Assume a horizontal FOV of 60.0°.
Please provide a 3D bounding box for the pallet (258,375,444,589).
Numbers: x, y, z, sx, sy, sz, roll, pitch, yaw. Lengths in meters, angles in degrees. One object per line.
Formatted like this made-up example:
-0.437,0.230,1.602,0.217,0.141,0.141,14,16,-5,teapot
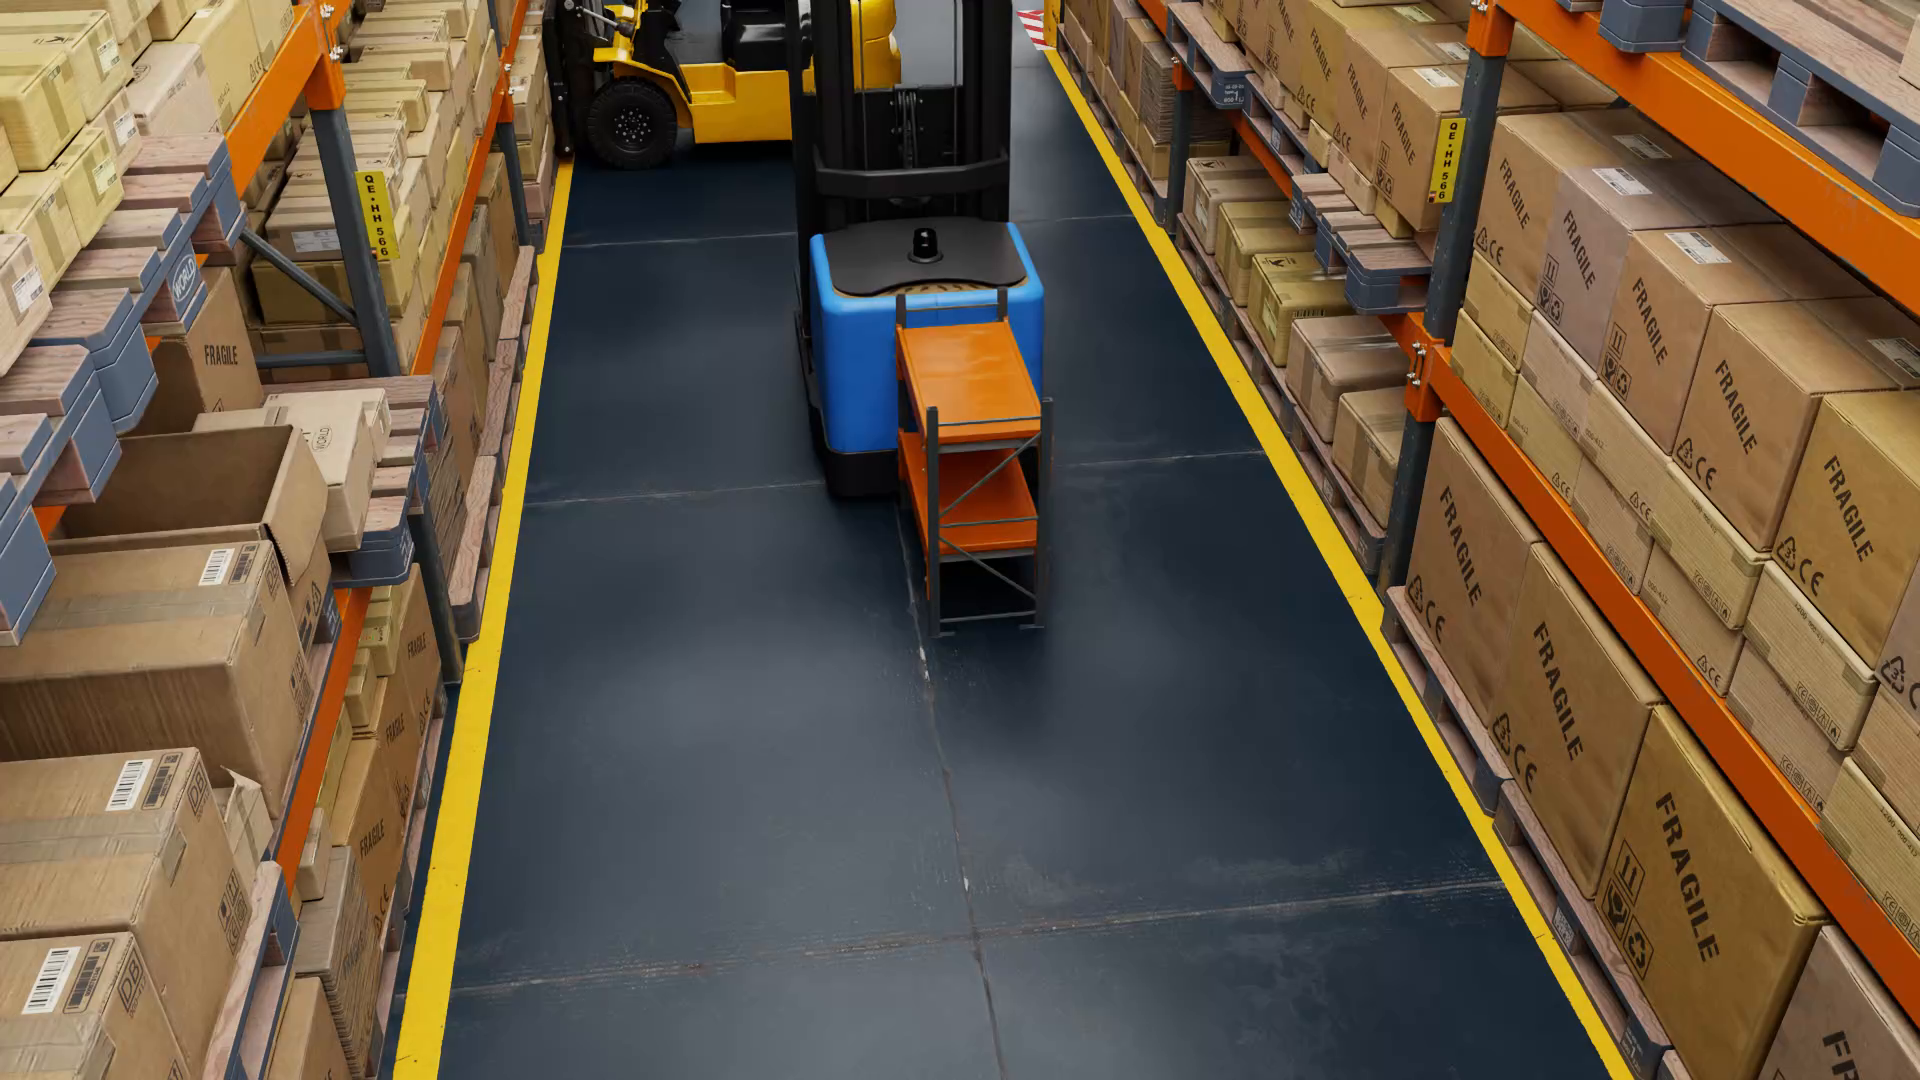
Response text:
-2.403,-0.183,5.525,1.213,0.211,1.003,-4,35,-6,pallet

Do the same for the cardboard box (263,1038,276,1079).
-2.017,1.383,4.328,0.380,0.149,0.250,-4,35,-6,cardboard box

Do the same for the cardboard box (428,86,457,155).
-2.593,-1.902,7.566,0.500,0.250,0.500,-4,34,-6,cardboard box

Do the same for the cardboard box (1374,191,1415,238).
1.970,-1.392,6.979,0.380,0.149,0.250,-4,34,-6,cardboard box

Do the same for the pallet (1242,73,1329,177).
2.048,-2.035,8.243,1.003,0.211,1.213,-4,35,-6,pallet

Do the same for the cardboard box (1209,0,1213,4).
1.596,-3.299,9.202,0.500,0.500,0.500,-4,34,-5,cardboard box

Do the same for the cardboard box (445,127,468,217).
-2.588,-1.697,7.709,0.500,0.250,0.500,-3,34,-5,cardboard box

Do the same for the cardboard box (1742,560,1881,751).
2.442,0.280,4.365,0.500,0.250,0.500,-4,34,-5,cardboard box

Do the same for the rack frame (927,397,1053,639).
0.118,-0.070,6.854,0.500,1.125,0.032,-5,35,-7,rack frame

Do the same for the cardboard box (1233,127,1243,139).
2.005,-2.942,10.806,0.500,0.500,0.500,-3,34,-4,cardboard box

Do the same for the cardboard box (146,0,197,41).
-2.175,-1.367,4.209,0.380,0.149,0.250,-4,35,-6,cardboard box

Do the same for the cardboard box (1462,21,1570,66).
2.446,-1.910,7.163,0.500,0.500,0.500,-3,34,-4,cardboard box

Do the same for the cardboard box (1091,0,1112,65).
1.251,-3.768,12.018,0.500,0.500,0.500,-4,34,-5,cardboard box

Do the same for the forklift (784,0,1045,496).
-0.330,-2.238,8.431,1.130,2.935,3.031,-5,35,-7,forklift

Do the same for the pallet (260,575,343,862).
-2.297,0.529,4.480,1.003,0.211,1.213,-4,35,-6,pallet

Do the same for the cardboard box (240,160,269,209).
-2.928,-1.397,6.472,0.380,0.149,0.250,-4,35,-6,cardboard box

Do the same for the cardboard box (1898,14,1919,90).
2.490,-1.141,3.932,0.380,0.166,0.250,-2,34,-2,cardboard box

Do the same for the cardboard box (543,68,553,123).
-2.986,-2.966,11.064,0.500,0.250,0.500,-5,35,-7,cardboard box

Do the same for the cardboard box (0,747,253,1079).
-1.938,0.807,3.441,0.700,0.500,0.500,-4,34,-6,cardboard box

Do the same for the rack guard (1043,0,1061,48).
1.289,-4.402,13.765,1.175,0.500,0.348,-4,35,-6,rack guard

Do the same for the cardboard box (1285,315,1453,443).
2.181,-0.828,8.262,0.950,0.372,0.625,-5,35,-7,cardboard box

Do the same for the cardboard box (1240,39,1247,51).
1.717,-2.690,8.884,0.380,0.149,0.250,-2,34,-3,cardboard box

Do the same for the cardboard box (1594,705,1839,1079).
2.601,1.080,5.015,0.875,0.875,0.875,-3,34,-5,cardboard box

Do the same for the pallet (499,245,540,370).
-2.964,-1.307,9.480,1.003,0.211,1.213,-4,35,-6,pallet

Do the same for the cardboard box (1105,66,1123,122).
1.326,-3.172,11.810,0.500,0.250,0.500,-4,34,-6,cardboard box

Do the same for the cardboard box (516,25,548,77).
-2.992,-3.174,10.925,0.500,0.250,0.500,-3,34,-5,cardboard box

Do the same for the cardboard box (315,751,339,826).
-2.162,0.803,5.179,0.380,0.149,0.250,-5,35,-7,cardboard box

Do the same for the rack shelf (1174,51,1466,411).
2.086,-1.832,8.413,1.077,0.370,4.000,-4,35,-6,rack shelf

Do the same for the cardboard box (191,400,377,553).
-2.101,-0.182,5.114,0.500,0.250,0.500,-6,35,-9,cardboard box

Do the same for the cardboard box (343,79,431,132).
-2.498,-1.864,7.157,0.380,0.149,0.250,-4,34,-5,cardboard box

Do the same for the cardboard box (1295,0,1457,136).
1.869,-2.152,7.519,0.500,0.500,0.500,-7,35,-10,cardboard box

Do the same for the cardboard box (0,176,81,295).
-1.811,-0.520,2.947,0.380,0.149,0.250,-5,35,-7,cardboard box

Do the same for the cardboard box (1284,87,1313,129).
1.791,-2.106,8.027,0.380,0.149,0.250,-5,35,-8,cardboard box

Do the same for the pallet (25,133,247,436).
-2.186,-0.512,3.341,1.213,0.211,1.003,-4,35,-6,pallet

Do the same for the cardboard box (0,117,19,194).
-1.883,-0.644,2.865,0.380,0.149,0.250,-4,34,-6,cardboard box

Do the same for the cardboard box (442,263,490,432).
-2.820,-0.916,8.166,0.875,0.625,0.625,-6,35,-8,cardboard box

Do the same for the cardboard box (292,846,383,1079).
-2.075,1.305,5.019,0.500,0.500,0.500,-6,35,-8,cardboard box

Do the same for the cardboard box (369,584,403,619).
-2.246,0.213,6.045,0.380,0.149,0.250,-6,35,-9,cardboard box

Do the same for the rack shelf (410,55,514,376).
-2.832,-1.454,7.858,1.077,0.370,4.000,-4,35,-6,rack shelf

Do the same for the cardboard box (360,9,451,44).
-2.662,-2.432,7.990,0.380,0.149,0.250,-5,35,-8,cardboard box

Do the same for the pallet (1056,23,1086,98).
1.363,-3.826,13.177,1.003,0.211,1.213,-4,35,-6,pallet

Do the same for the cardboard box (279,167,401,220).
-2.351,-1.293,6.319,0.380,0.149,0.250,-4,34,-5,cardboard box

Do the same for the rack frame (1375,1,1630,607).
2.355,-1.013,6.573,1.000,3.000,0.127,-4,35,-6,rack frame

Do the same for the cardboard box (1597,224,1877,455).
2.309,-0.608,5.001,0.500,0.500,0.500,-3,34,-5,cardboard box

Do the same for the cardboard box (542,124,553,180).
-2.922,-2.482,10.796,0.500,0.250,0.500,-5,35,-7,cardboard box

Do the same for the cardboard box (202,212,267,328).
-2.899,-1.009,6.256,0.500,0.250,0.500,-4,34,-5,cardboard box

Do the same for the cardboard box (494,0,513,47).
-2.902,-3.176,9.658,0.500,0.500,0.500,-5,35,-8,cardboard box

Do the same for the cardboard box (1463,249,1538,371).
2.178,-0.856,6.032,0.500,0.250,0.500,-5,35,-7,cardboard box

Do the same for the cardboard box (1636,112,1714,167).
2.684,-1.199,5.869,0.500,0.500,0.500,-5,35,-8,cardboard box

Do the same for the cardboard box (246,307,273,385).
-2.877,-0.804,6.400,0.500,0.250,0.500,-5,35,-7,cardboard box

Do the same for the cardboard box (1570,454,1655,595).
2.323,-0.080,5.337,0.500,0.250,0.500,-3,34,-5,cardboard box

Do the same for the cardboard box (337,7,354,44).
-3.195,-2.530,8.134,0.380,0.149,0.250,-5,35,-7,cardboard box

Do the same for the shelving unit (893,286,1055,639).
0.041,-0.353,7.270,0.538,1.125,1.048,-5,35,-7,shelving unit

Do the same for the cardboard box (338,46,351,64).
-3.172,-2.141,7.917,0.500,0.250,0.500,-5,35,-8,cardboard box

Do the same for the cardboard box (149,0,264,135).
-2.185,-1.264,4.411,0.500,0.250,0.500,-4,35,-6,cardboard box

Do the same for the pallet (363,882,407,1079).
-2.340,1.616,5.191,1.003,0.211,1.213,-4,35,-6,pallet
